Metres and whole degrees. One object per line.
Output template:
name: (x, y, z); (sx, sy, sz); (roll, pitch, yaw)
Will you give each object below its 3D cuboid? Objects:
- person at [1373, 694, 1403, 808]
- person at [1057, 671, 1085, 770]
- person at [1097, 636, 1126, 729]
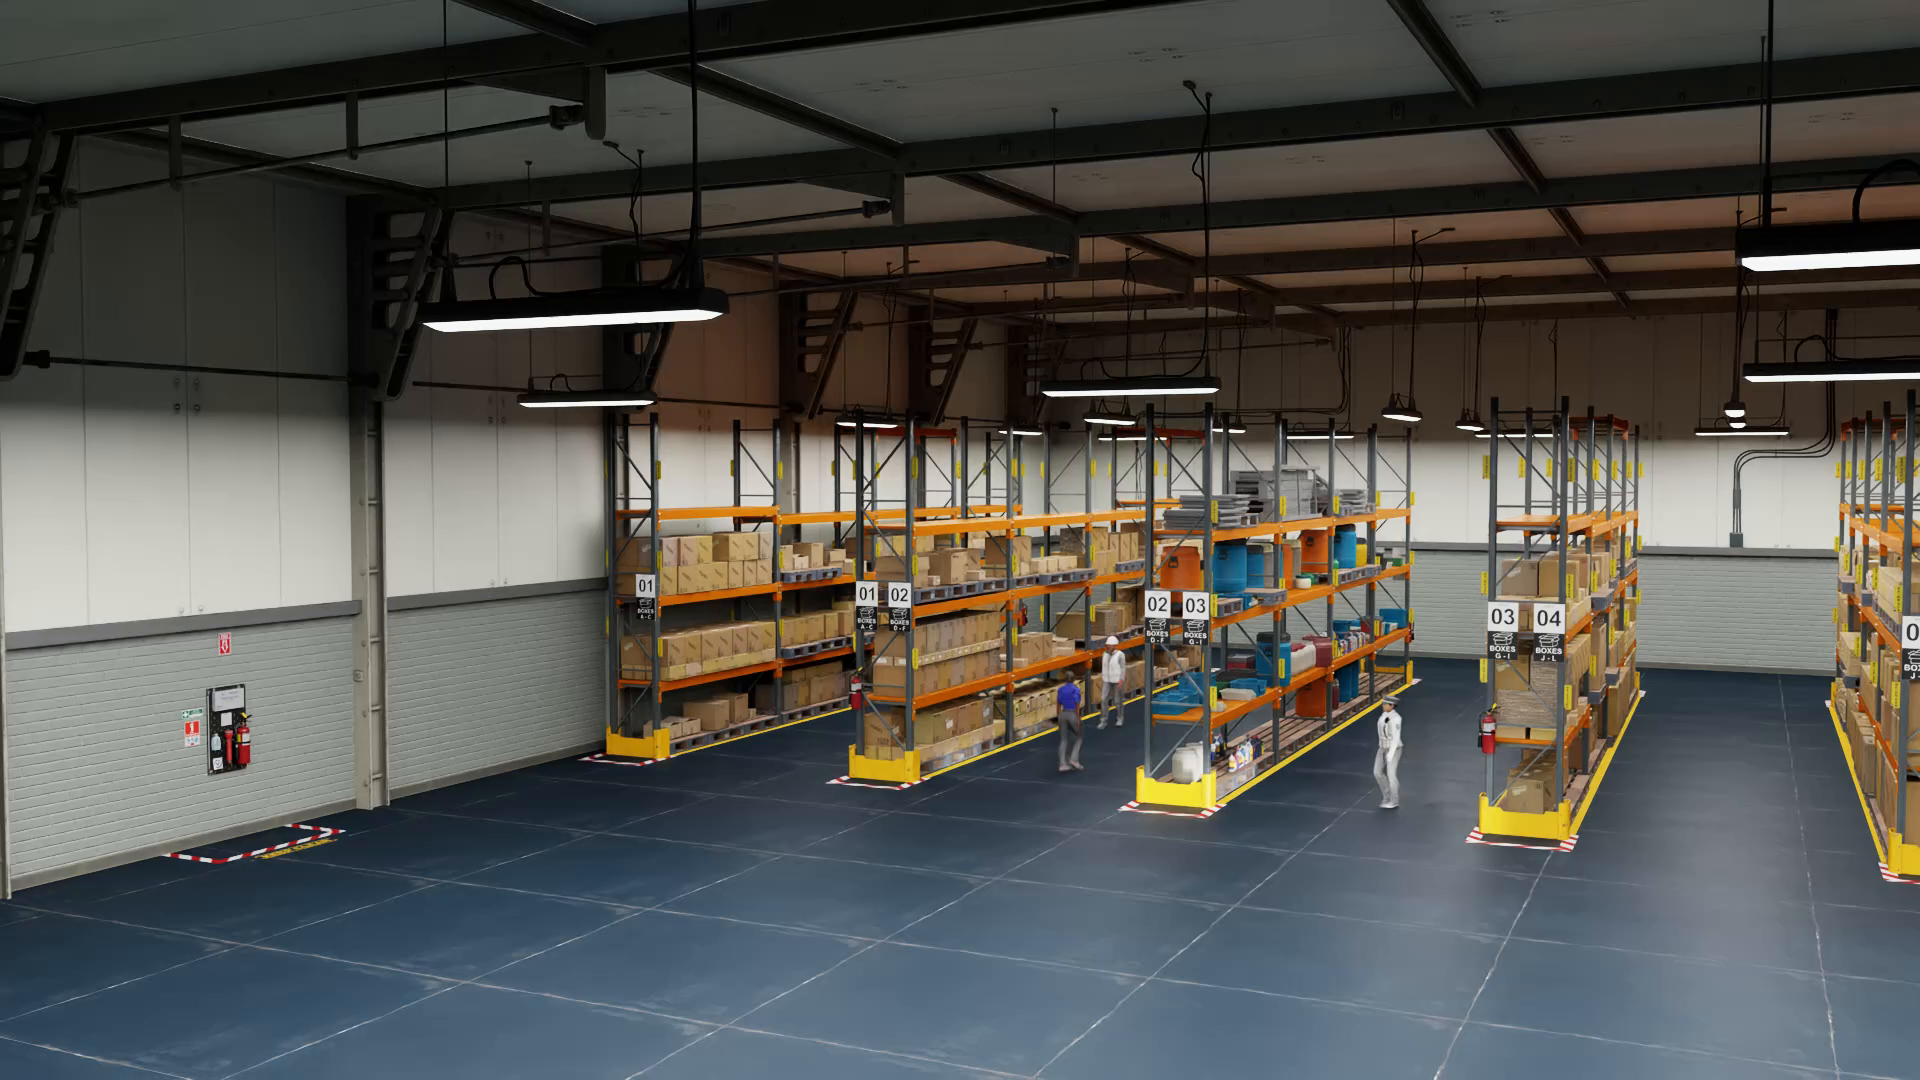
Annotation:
person: (6.353, 3.155, 24.603); (0.360, 1.747, 0.534); (-1, 2, -13)
person: (1.814, 3.018, 27.711); (0.492, 1.644, 0.517); (2, 3, 36)
person: (2.955, 2.760, 32.312); (0.584, 1.782, 0.696); (2, 3, 35)
